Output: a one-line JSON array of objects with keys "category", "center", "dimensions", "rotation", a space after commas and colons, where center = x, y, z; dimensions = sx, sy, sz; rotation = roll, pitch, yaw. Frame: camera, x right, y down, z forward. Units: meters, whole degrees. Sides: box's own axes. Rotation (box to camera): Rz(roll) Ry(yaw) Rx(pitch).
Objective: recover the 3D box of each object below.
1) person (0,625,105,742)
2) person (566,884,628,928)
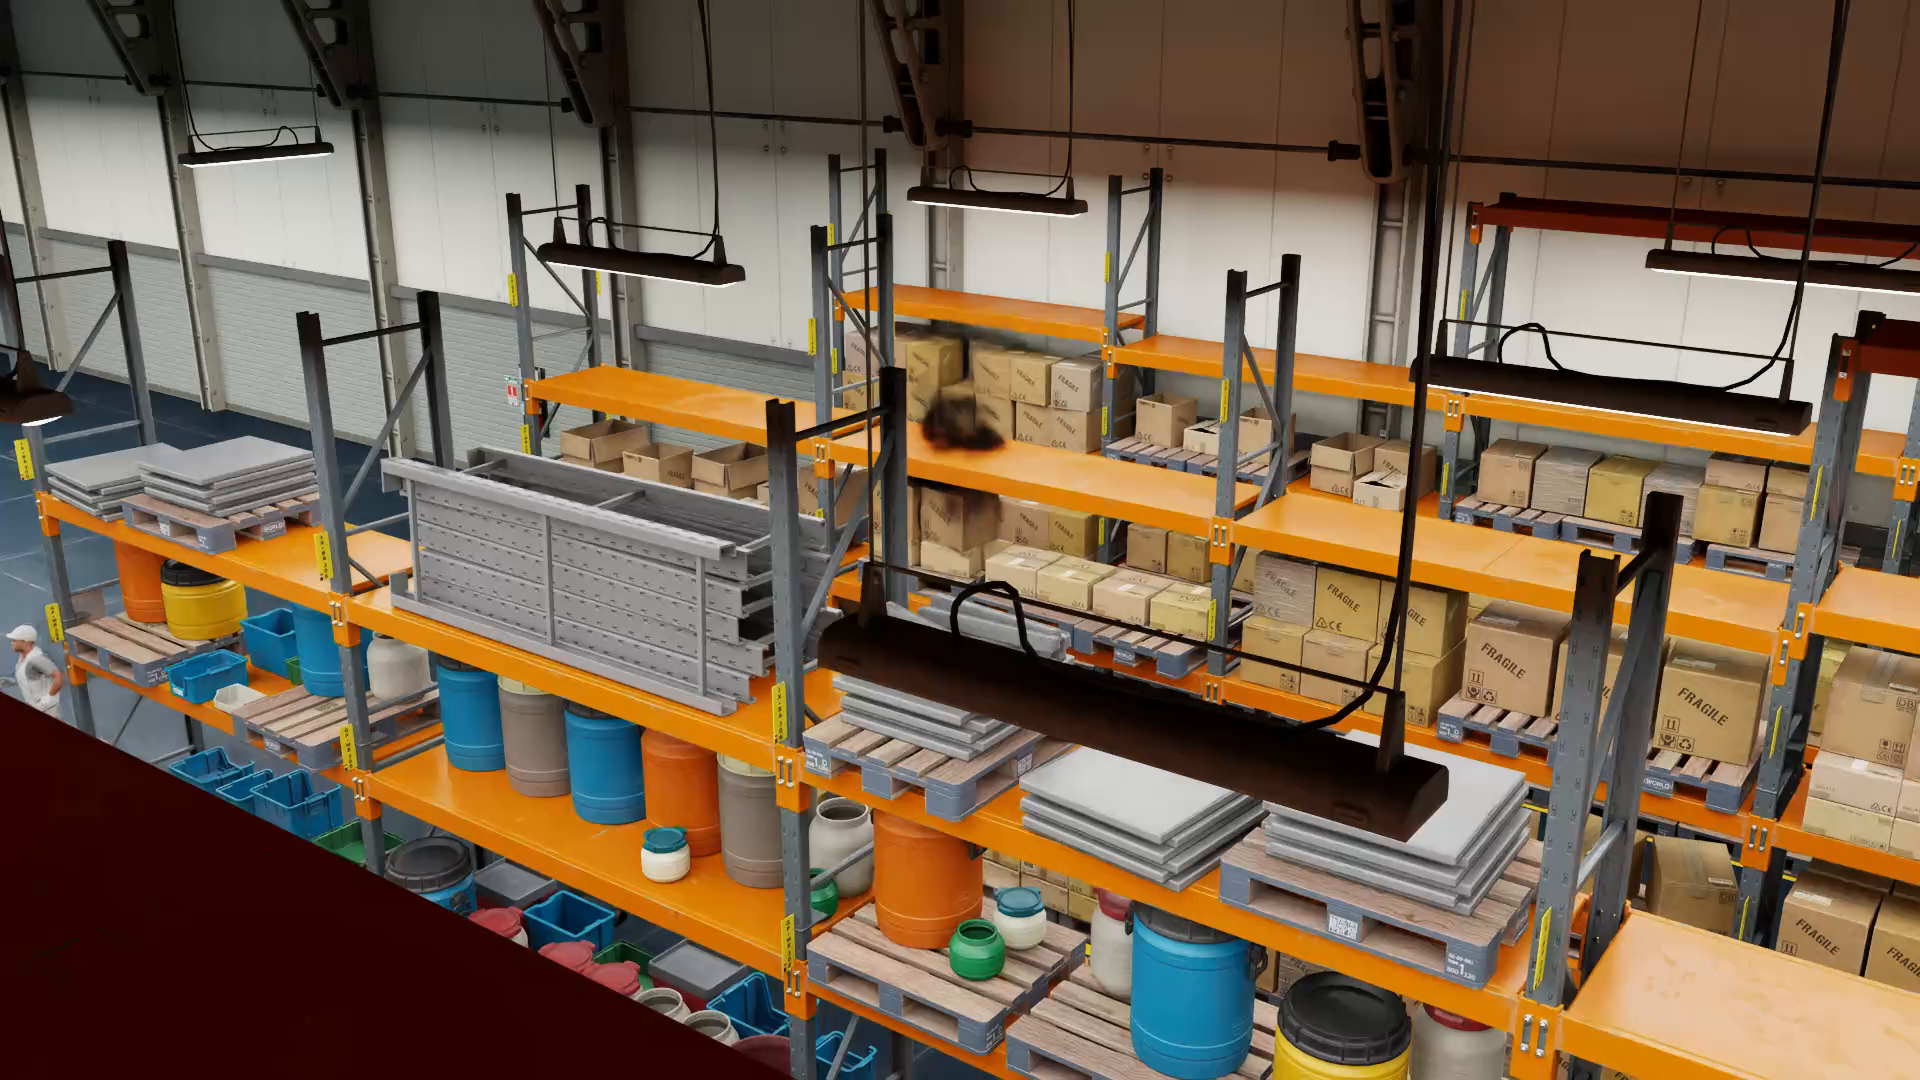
[{"category": "person", "center": [-9.441, 1.697, 17.219], "dimensions": [0.976, 1.778, 0.634], "rotation": [-11, 22, -31]}, {"category": "person", "center": [-3.181, 2.724, 14.365], "dimensions": [0.585, 1.683, 0.660], "rotation": [10, 21, 28]}]
